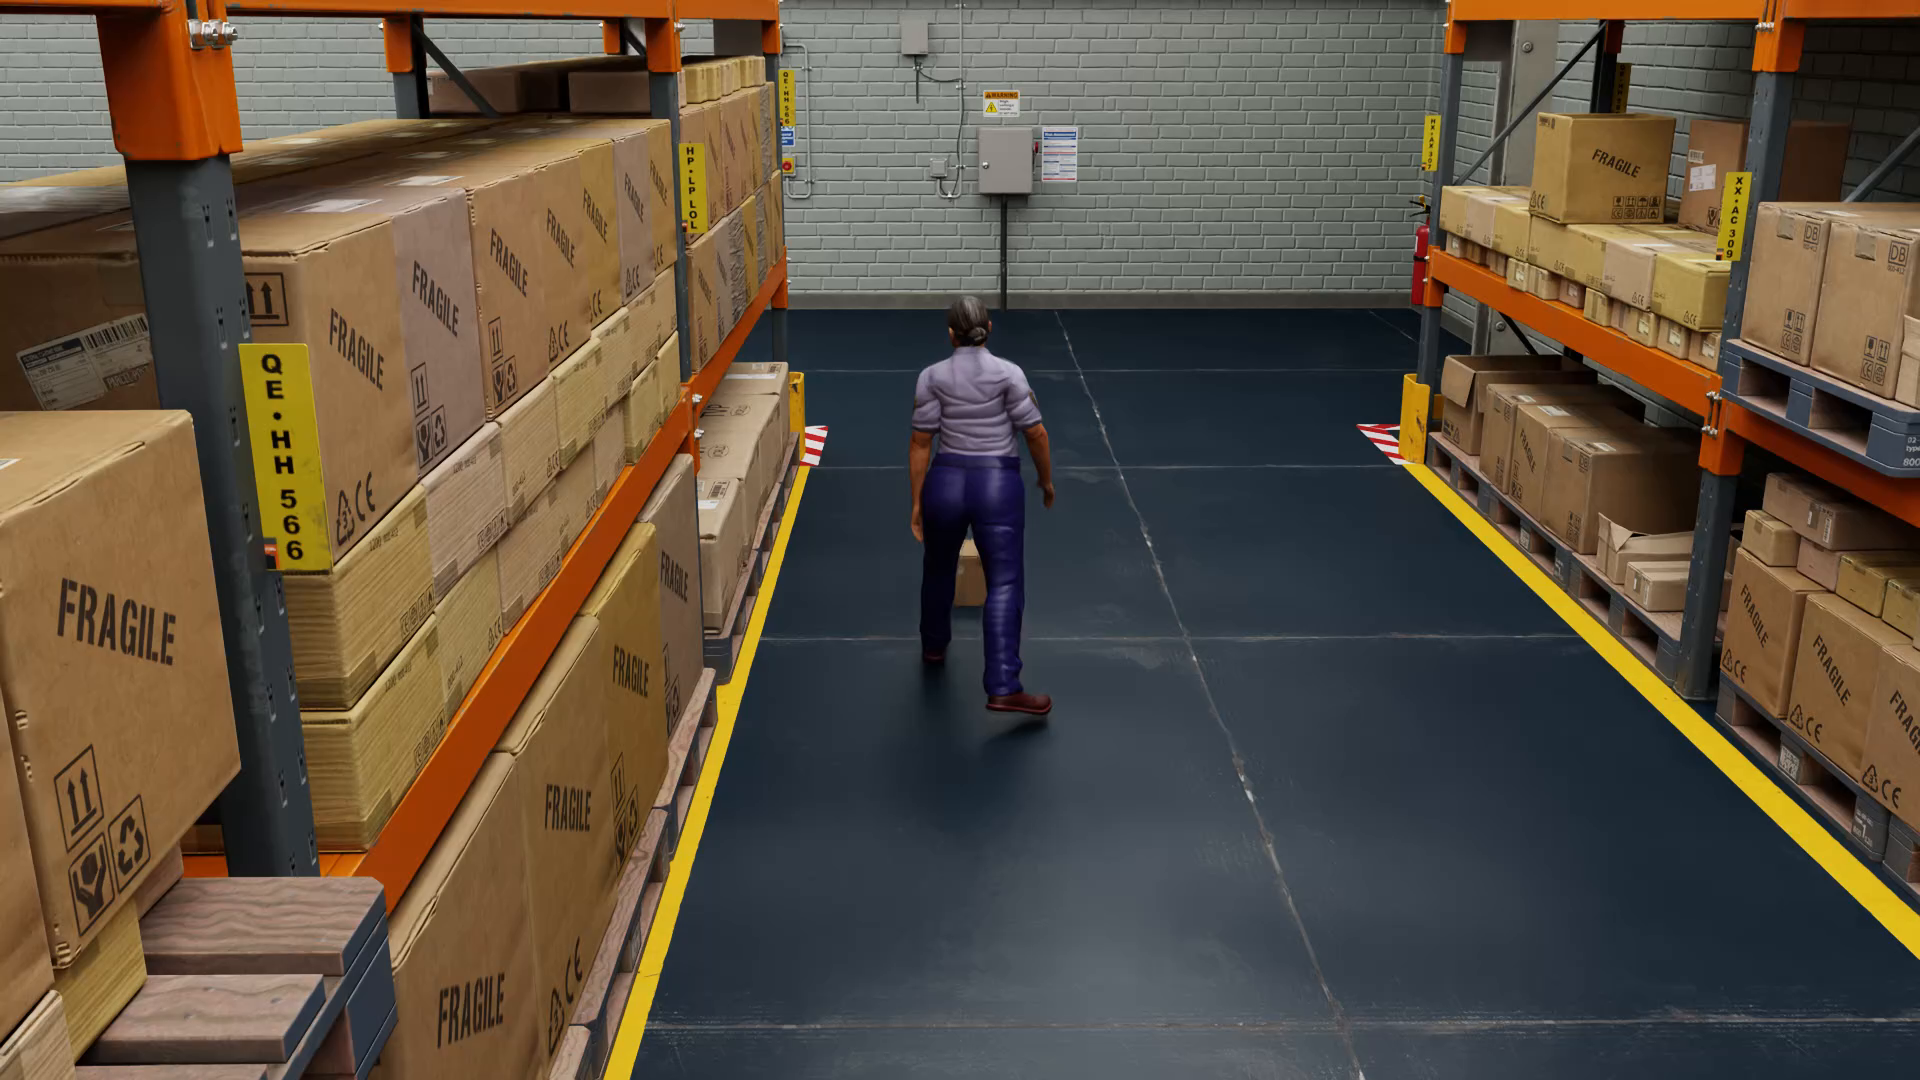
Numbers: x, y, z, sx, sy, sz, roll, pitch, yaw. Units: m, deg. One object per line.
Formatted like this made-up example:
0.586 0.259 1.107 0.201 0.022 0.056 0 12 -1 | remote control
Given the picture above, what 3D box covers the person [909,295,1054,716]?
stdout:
0.084 -0.168 6.650 0.717 1.594 0.953 4 18 14 | person
